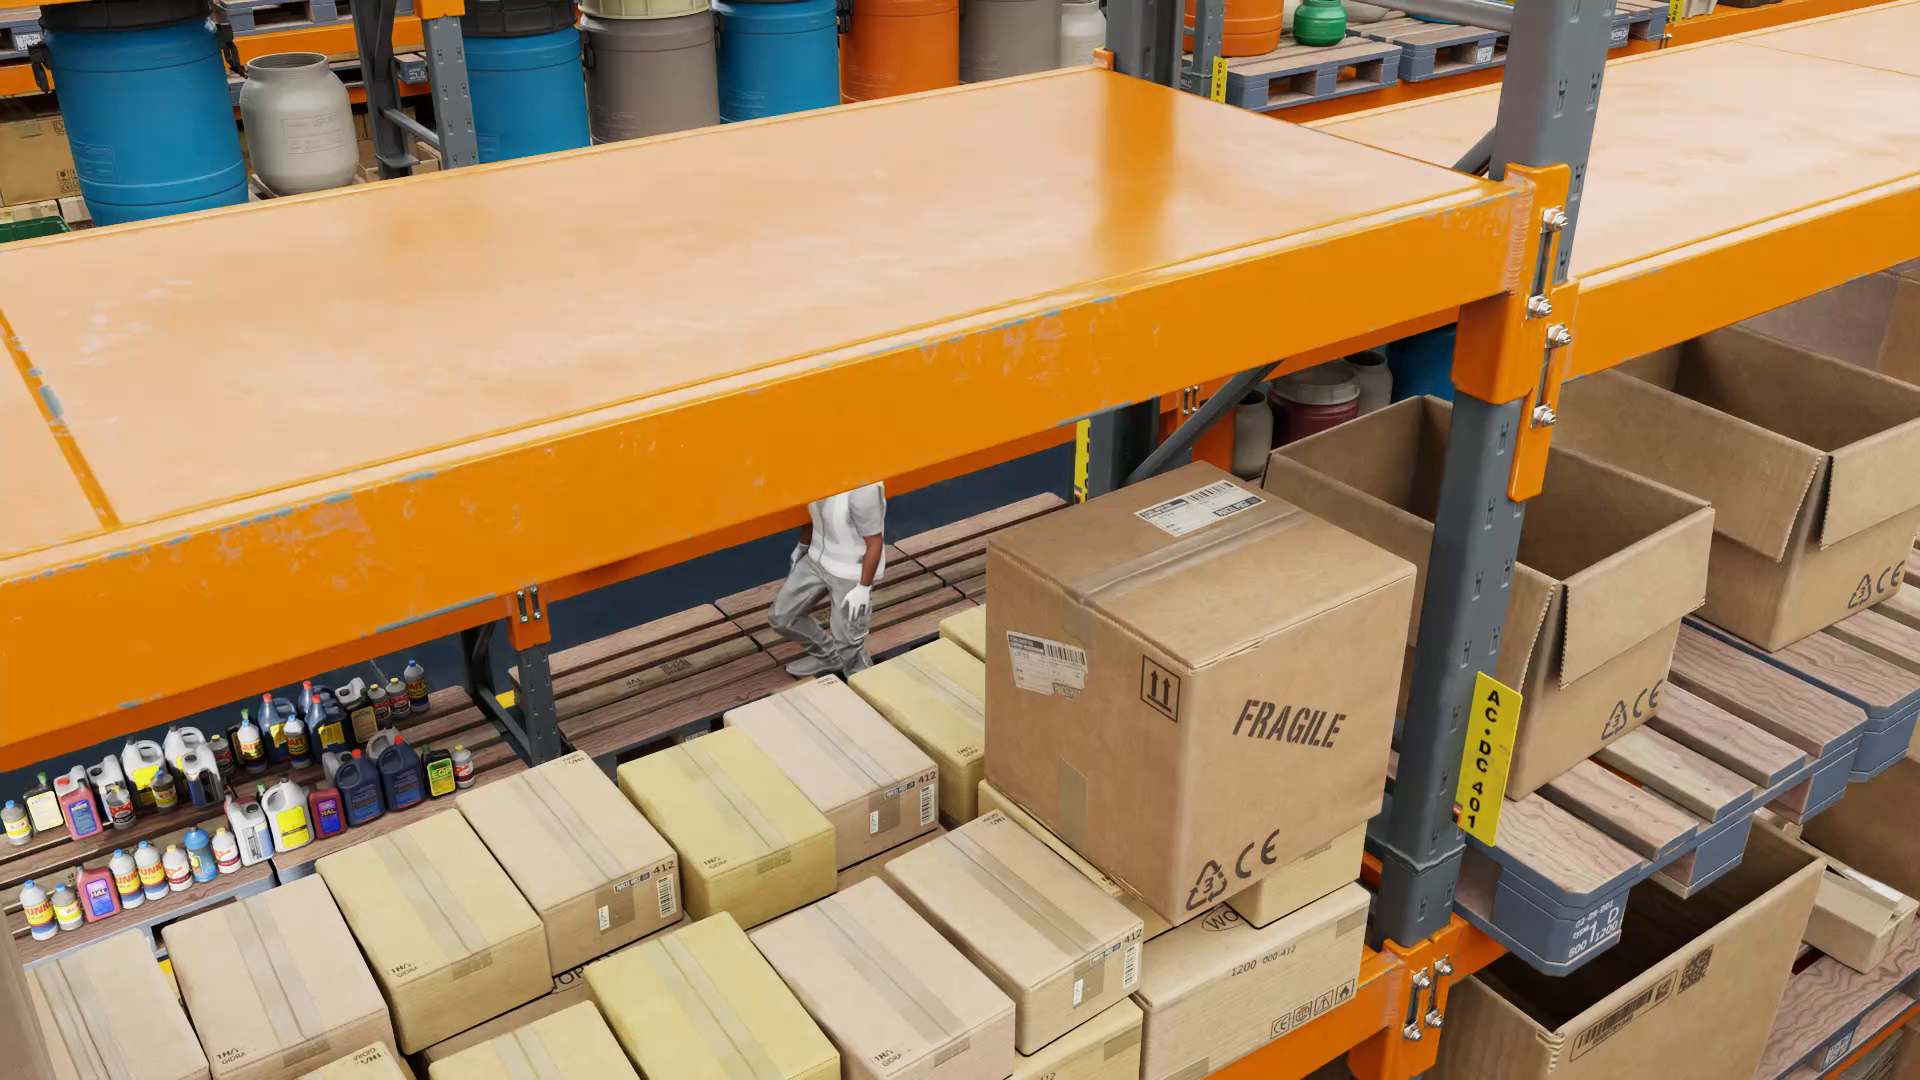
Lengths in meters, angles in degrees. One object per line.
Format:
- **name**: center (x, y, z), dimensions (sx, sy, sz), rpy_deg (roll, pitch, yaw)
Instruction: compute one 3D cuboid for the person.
- **person**: center (-0.649, 0.164, 8.356), dimensions (0.524, 1.782, 0.606), rpy_deg (-20, 34, -32)
